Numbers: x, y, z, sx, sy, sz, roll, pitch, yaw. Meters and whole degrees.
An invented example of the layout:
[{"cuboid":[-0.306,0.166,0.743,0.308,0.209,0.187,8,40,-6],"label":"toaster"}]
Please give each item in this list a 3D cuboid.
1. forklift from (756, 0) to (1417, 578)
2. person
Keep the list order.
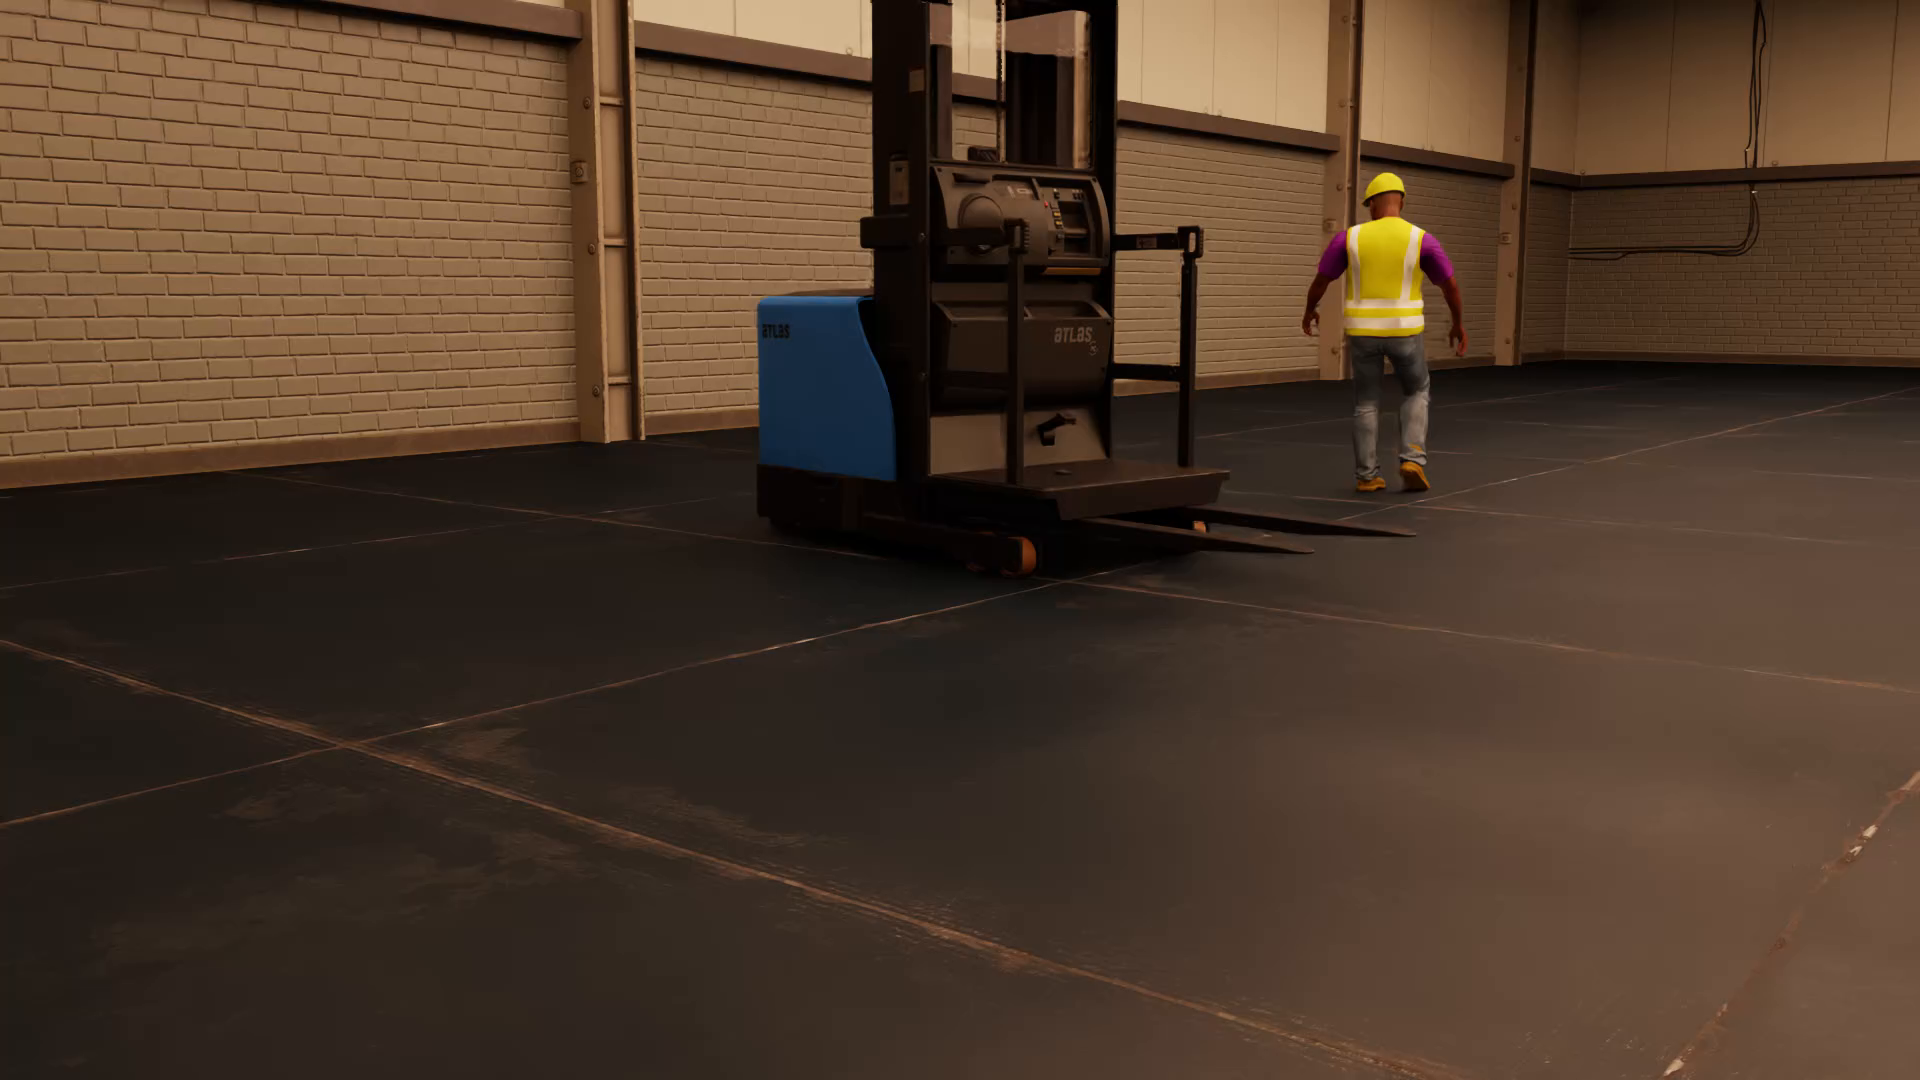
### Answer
[{"cuboid":[0.406,-1.384,6.741,1.130,2.935,3.031,-7,11,-41],"label":"forklift"},{"cuboid":[2.337,-1.132,9.239,0.918,1.774,0.501,4,9,24],"label":"person"}]
